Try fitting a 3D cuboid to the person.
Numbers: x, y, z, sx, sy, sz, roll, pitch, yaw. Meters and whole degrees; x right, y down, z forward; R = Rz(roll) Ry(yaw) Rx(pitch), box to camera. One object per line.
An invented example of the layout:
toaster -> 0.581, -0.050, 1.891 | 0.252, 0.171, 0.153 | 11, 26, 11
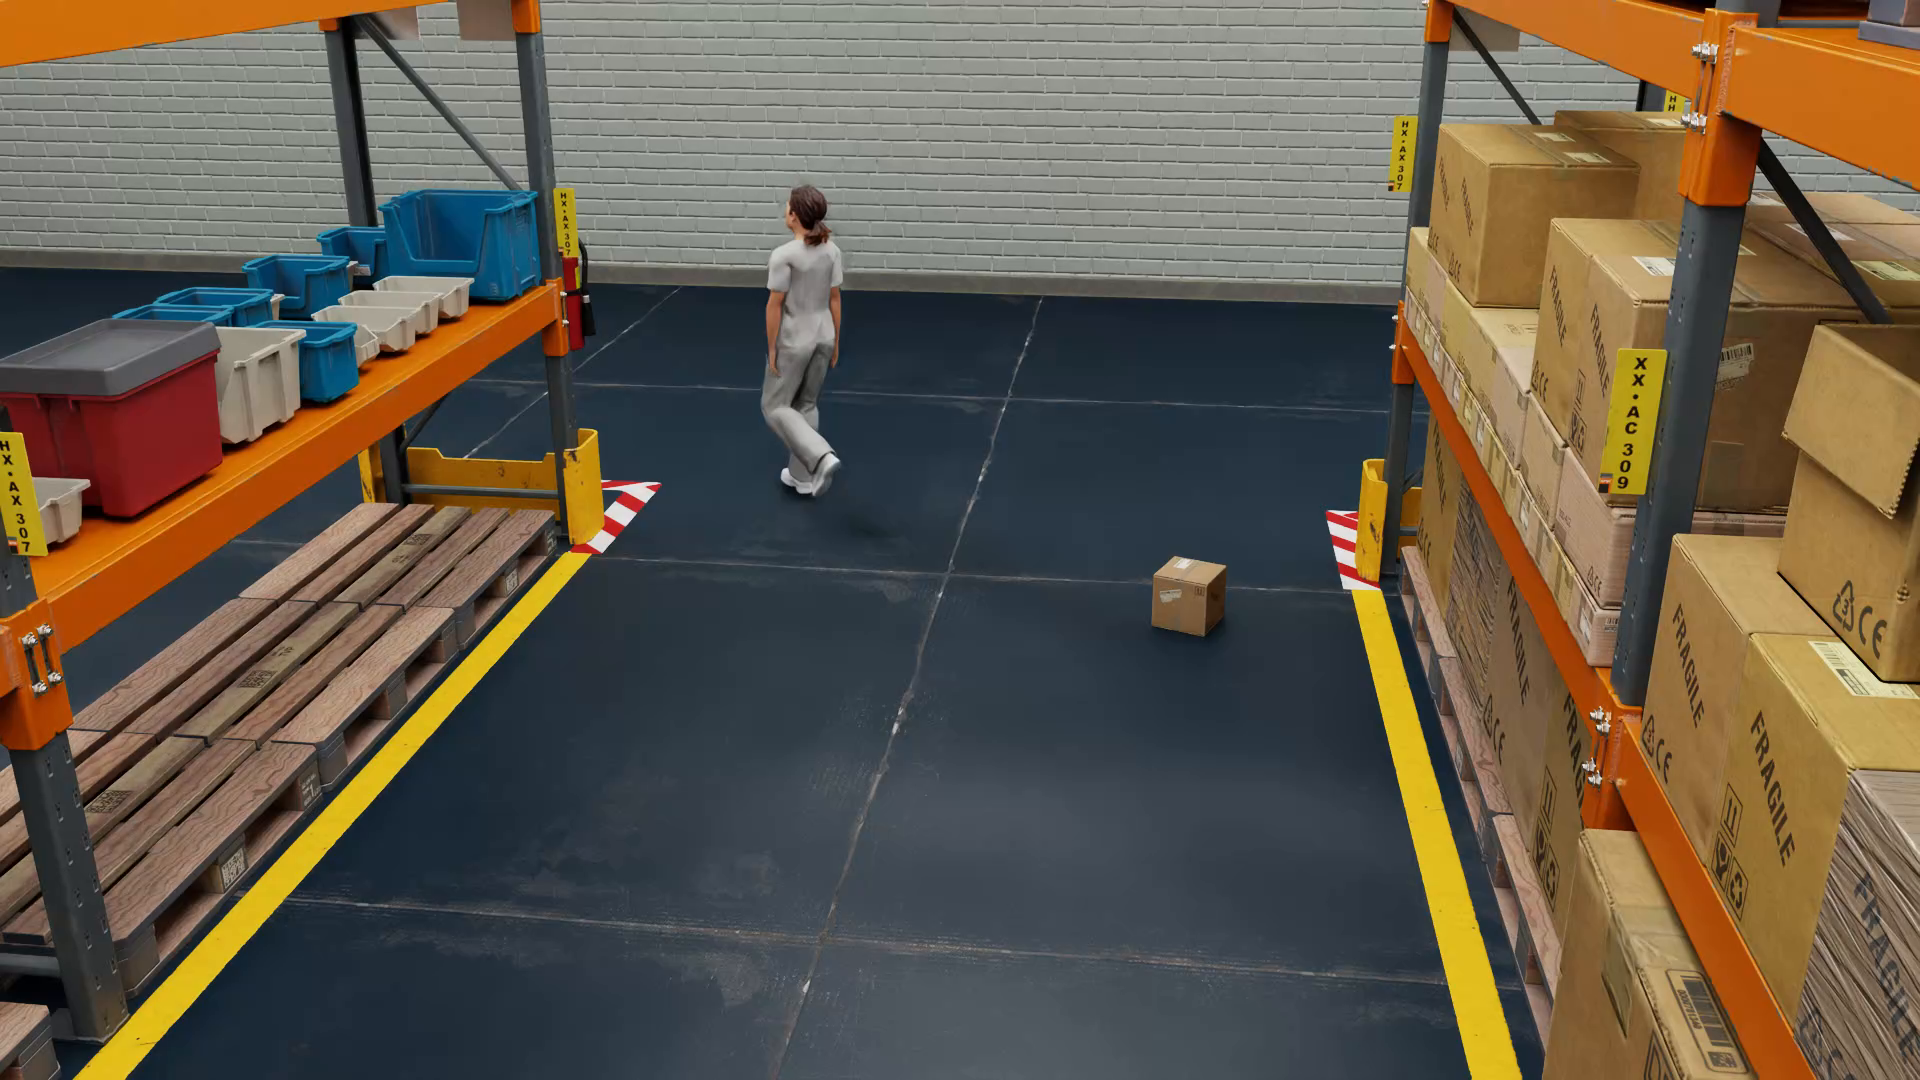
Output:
person -> -0.797, -1.001, 8.622 | 0.447, 1.648, 0.683 | -17, 27, -36
